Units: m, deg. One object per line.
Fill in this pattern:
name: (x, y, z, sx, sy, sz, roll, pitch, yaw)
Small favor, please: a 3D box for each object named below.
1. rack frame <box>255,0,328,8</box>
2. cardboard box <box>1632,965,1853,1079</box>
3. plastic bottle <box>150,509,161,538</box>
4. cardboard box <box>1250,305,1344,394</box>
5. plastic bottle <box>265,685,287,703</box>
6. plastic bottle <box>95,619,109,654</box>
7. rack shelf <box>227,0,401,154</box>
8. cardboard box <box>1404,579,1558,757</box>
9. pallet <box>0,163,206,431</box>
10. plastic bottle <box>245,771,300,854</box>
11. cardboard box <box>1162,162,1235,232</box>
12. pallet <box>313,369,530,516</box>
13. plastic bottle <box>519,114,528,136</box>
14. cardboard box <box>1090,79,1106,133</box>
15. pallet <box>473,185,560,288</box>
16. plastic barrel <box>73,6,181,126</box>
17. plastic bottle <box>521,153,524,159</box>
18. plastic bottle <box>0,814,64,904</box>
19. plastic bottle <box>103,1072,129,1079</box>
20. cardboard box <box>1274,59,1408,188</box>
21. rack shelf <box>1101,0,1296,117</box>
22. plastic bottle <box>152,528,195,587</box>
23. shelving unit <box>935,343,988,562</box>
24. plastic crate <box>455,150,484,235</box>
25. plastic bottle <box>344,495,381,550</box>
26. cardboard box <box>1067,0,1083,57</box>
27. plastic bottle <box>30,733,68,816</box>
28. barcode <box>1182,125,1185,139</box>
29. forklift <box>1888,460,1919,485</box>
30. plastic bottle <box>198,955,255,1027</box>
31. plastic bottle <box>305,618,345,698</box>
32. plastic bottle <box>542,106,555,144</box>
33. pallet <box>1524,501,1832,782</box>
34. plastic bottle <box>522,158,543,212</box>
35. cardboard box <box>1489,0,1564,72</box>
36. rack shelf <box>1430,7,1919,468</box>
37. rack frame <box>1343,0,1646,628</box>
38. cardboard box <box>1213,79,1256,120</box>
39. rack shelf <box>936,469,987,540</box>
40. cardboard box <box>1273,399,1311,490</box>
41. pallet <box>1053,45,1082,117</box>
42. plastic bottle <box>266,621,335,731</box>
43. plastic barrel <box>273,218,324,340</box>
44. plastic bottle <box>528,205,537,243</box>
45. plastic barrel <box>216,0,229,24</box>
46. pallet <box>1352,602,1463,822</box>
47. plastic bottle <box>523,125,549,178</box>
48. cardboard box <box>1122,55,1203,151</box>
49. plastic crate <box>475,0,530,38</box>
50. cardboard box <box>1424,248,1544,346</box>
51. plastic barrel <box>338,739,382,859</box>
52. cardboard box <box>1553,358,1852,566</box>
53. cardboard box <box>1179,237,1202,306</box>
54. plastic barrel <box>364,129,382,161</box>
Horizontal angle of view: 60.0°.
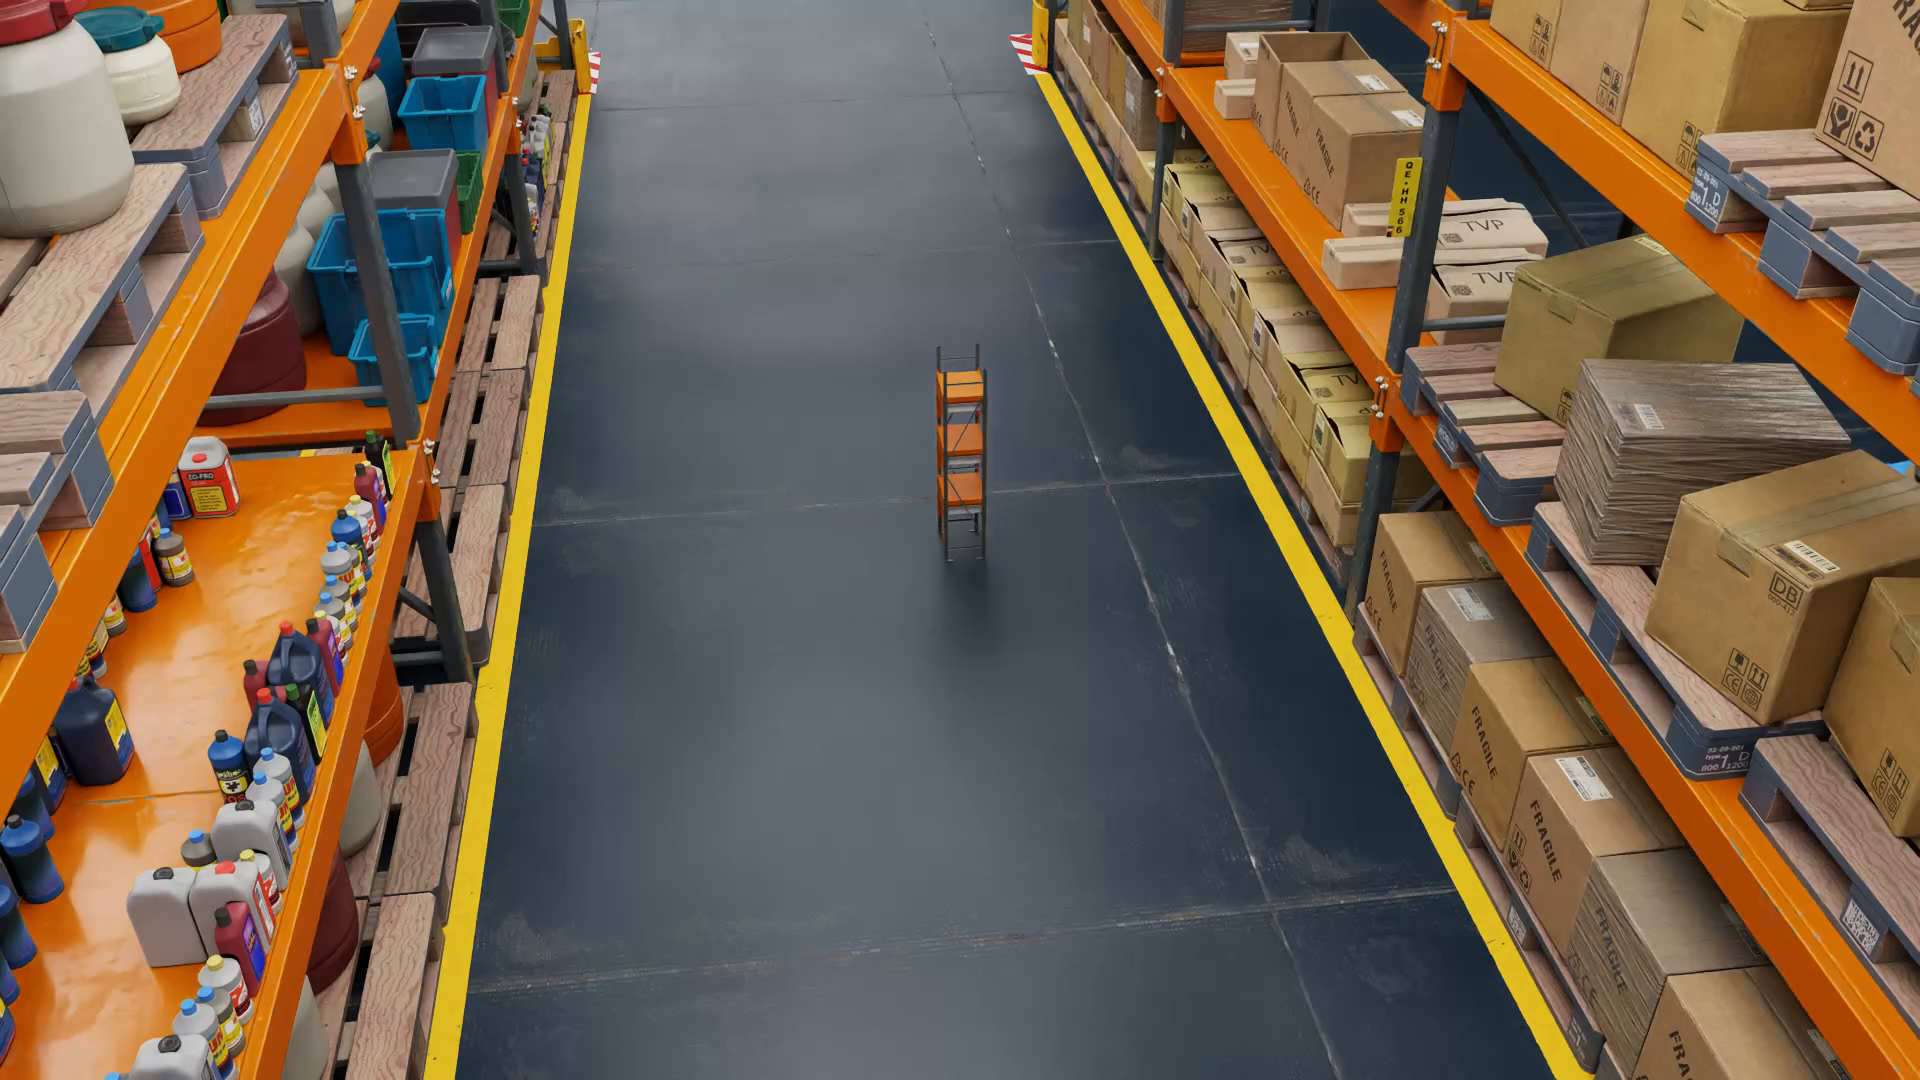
rack frame: (-2.616, -3.014, 4.681, 1.000, 3.000, 0.127, -4, 35, -6)
cardboard box: (2.422, 1.646, 5.001, 0.500, 0.500, 0.500, -4, 35, -6)
plastic bottle: (-2.876, -0.065, 5.859, 0.097, 0.201, 0.097, 0, 34, 0)
cardboard box: (1.837, -1.022, 8.656, 0.500, 0.311, 0.500, -5, 35, -7)
plastic bottle: (-2.003, 0.527, 4.917, 0.061, 0.283, 0.133, -4, 35, -6)
plastic bottle: (-2.812, 0.245, 5.331, 0.061, 0.283, 0.133, -4, 35, -6)
rack shelf: (-2.885, -2.593, 7.366, 1.077, 0.370, 4.000, -4, 35, -6)
cardboard box: (2.147, 0.511, 6.666, 0.500, 0.500, 0.500, -6, 35, -8)
pallet: (-2.436, -0.527, 3.863, 1.003, 0.211, 1.213, -4, 35, -6)
plastic bottle: (-1.907, 0.751, 4.599, 0.097, 0.271, 0.097, 0, 34, 0)
cardboard box: (1.564, -2.159, 10.326, 0.500, 0.311, 0.500, -4, 35, -6)
pallet: (-2.842, -0.497, 8.791, 1.003, 0.211, 1.213, -4, 35, -6)
plastic bottle: (-3.109, -2.915, 11.886, 0.061, 0.283, 0.133, -4, 35, -6)
cardboard box: (1.269, -3.256, 12.433, 0.500, 0.250, 0.500, -4, 35, -6)
pallet: (-3.203, -1.992, 10.986, 1.003, 0.211, 1.213, -4, 35, -6)
plastic barrel: (-2.326, -1.303, 4.585, 0.301, 0.262, 0.301, 0, 34, 0)
plastic bottle: (-2.933, -2.487, 11.269, 0.097, 0.271, 0.097, 0, 34, 0)
plastic bottle: (-2.496, 0.846, 4.460, 0.097, 0.271, 0.097, 0, 34, 0)
plastic bottle: (-1.933, 1.308, 3.843, 0.097, 0.201, 0.097, 0, 34, 0)
cardboard box: (1.980, -2.178, 8.693, 0.500, 0.500, 0.500, -4, 35, -6)
rack shelf: (1.486, -3.959, 12.034, 1.077, 0.370, 4.000, -4, 35, -6)
plastic bottle: (-2.695, 0.052, 5.687, 0.097, 0.201, 0.097, 0, 34, 0)
shelving unit: (0.007, -0.404, 7.911, 0.215, 1.050, 0.252, -4, 35, -6)
plastic crate: (-2.640, -1.729, 8.311, 0.450, 0.188, 0.662, -4, 35, -6)
plastic bottle: (-2.110, -0.064, 5.857, 0.097, 0.201, 0.097, 0, 34, 0)
cardboard box: (1.138, -4.124, 13.041, 0.500, 0.500, 0.500, -4, 35, -6)
plastic bottle: (-2.674, 0.615, 4.728, 0.144, 0.351, 0.185, -4, 35, -6)
barcode: (1.377, -2.511, 10.248, 0.001, 0.075, 0.075, -4, 35, -6)
forklift: (5.316, -0.575, 6.491, 3.031, 2.935, 1.130, -8, 35, -12)
plastic bottle: (-1.827, 1.113, 4.130, 0.097, 0.201, 0.097, 0, 34, 0)
plastic bottle: (-1.985, 0.345, 5.184, 0.061, 0.283, 0.133, -4, 35, -6)
plastic bottle: (-2.977, -3.003, 12.014, 0.061, 0.283, 0.133, -4, 34, -5)
pallet: (2.559, 0.257, 5.380, 1.003, 0.211, 1.213, -4, 35, -6)
plastic bottle: (-2.851, -2.336, 10.975, 0.144, 0.351, 0.185, -3, 34, -5)
cardboard box: (2.385, -1.948, 5.692, 0.910, 0.500, 0.500, -4, 35, -6)
rack shelf: (2.562, -0.734, 4.638, 1.077, 0.370, 4.000, -4, 35, -6)
rack frame: (2.293, -0.908, 6.918, 1.000, 3.000, 0.127, -4, 35, -6)
cardboard box: (1.672, -2.526, 9.516, 0.380, 0.149, 0.250, -4, 35, -6)
rack shelf: (0.007, -0.166, 8.073, 0.215, 0.259, 0.240, -4, 35, -6)
cardboard box: (1.908, -0.507, 8.400, 0.500, 0.250, 0.500, -5, 35, -7)
pallet: (1.361, -3.796, 13.633, 1.003, 0.211, 1.213, -4, 35, -6)
plastic bottle: (-2.005, 0.409, 5.030, 0.144, 0.351, 0.185, -4, 35, -6)
plastic barrel: (-2.966, -1.139, 7.158, 0.421, 0.512, 0.421, 0, 34, 0)
plastic bottle: (-2.762, -2.032, 10.600, 0.097, 0.271, 0.097, 0, 34, 0)
plastic barrel: (-2.700, -1.844, 5.766, 0.294, 0.245, 0.294, 0, 34, 0)
pallet: (2.356, 0.664, 7.088, 1.003, 0.211, 1.213, -4, 35, -6)
plastic bottle: (-2.934, -2.678, 11.478, 0.144, 0.351, 0.185, -5, 35, -7)
cardboard box: (1.420, -3.009, 11.405, 0.500, 0.500, 0.500, -4, 35, -6)
plastic crate: (-3.057, -3.458, 10.849, 0.450, 0.188, 0.662, -4, 35, -6)
cardboard box: (2.287, -1.077, 7.246, 0.500, 0.311, 0.500, -2, 34, -3)
plastic barrel: (-2.369, 0.900, 6.102, 0.421, 0.512, 0.421, 0, 34, 0)
cardboard box: (2.423, -0.255, 5.499, 0.700, 0.500, 0.500, 2, 34, 3)
cardboard box: (1.631, -1.648, 10.073, 0.500, 0.250, 0.500, -4, 34, -5)
plastic barrel: (-3.128, -1.959, 8.584, 0.301, 0.262, 0.301, 0, 34, 0)
